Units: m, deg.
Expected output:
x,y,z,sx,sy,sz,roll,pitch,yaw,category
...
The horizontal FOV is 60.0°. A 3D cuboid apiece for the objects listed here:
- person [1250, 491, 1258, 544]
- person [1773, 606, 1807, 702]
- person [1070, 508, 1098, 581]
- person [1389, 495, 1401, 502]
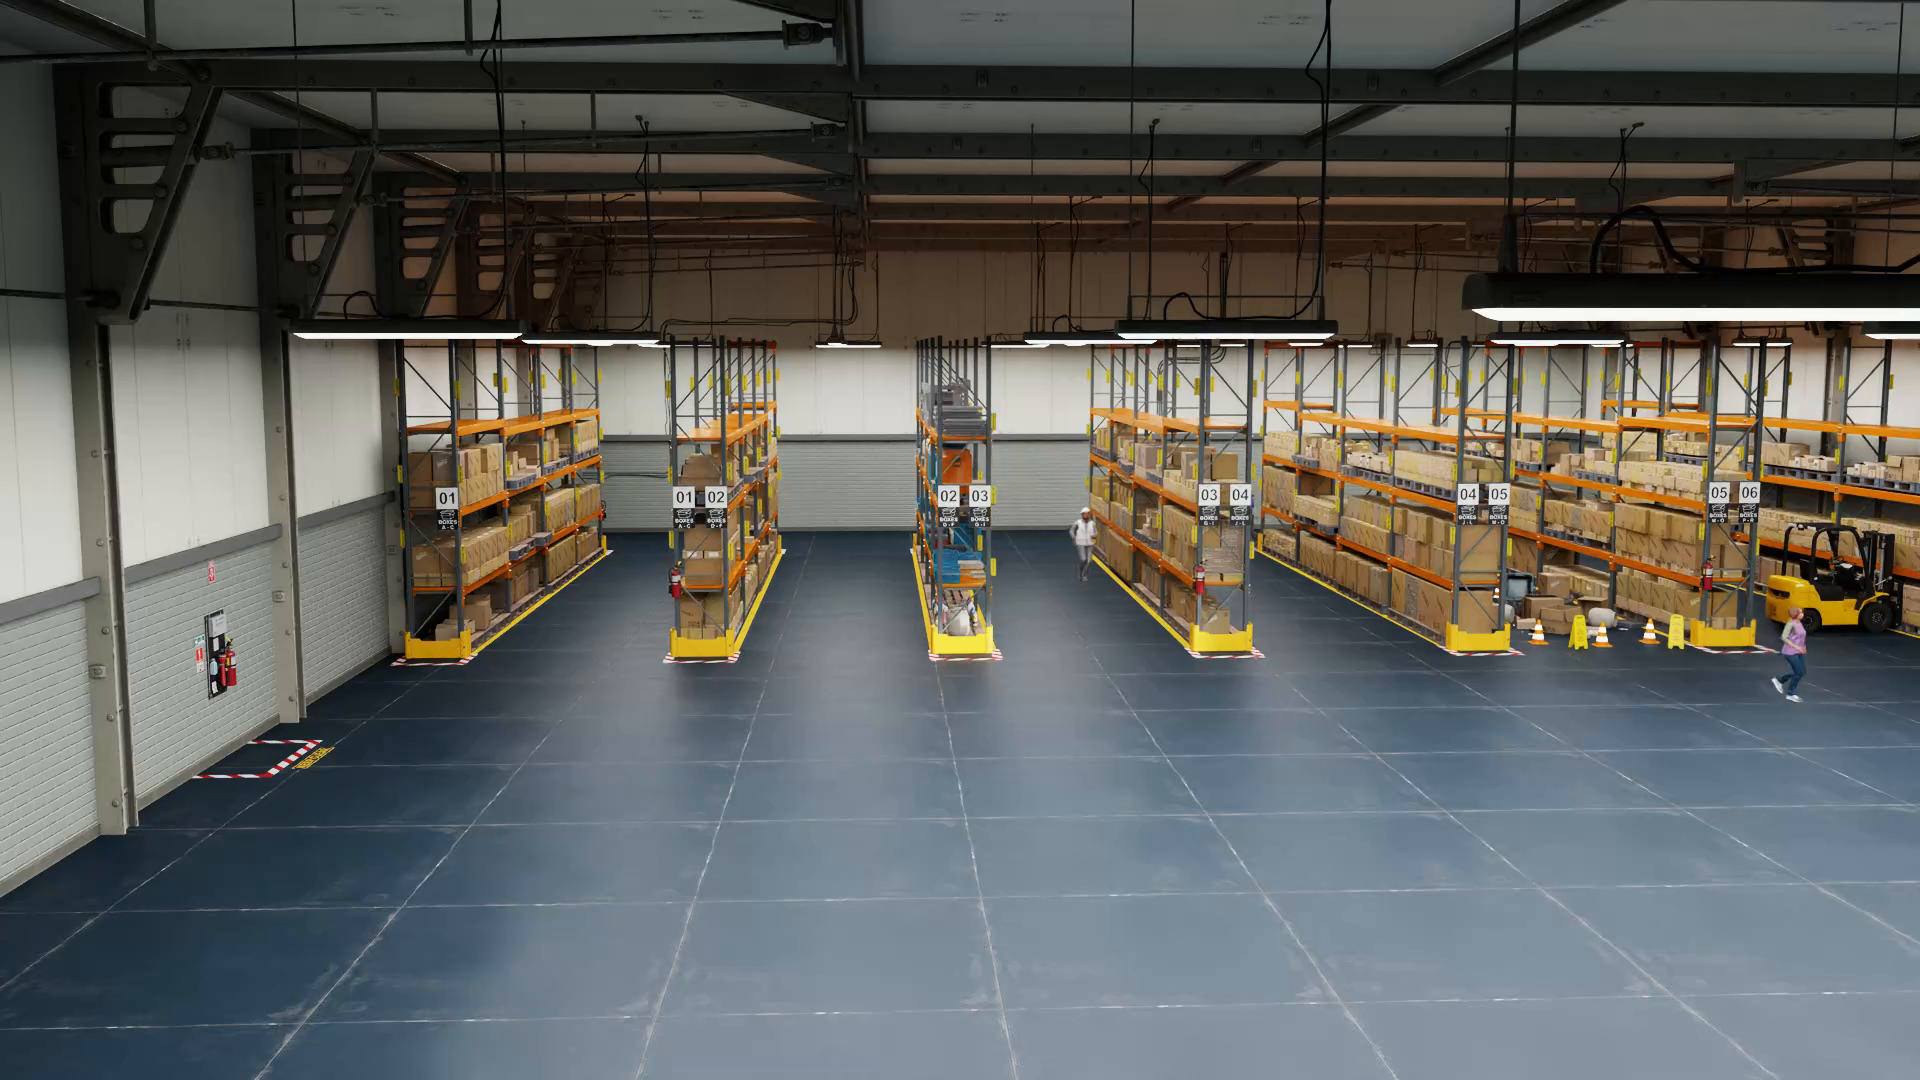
x,y,z,sx,sy,sz,roll,pitch,yaw,category
8.492,-0.627,48.864,0.728,1.691,0.564,-1,7,-13,person
13.596,1.860,27.267,0.547,1.571,0.540,-6,9,-43,person
2.953,0.115,39.213,0.644,1.754,0.592,-1,7,-10,person
12.835,-0.590,49.436,0.614,1.435,0.613,0,6,2,person
